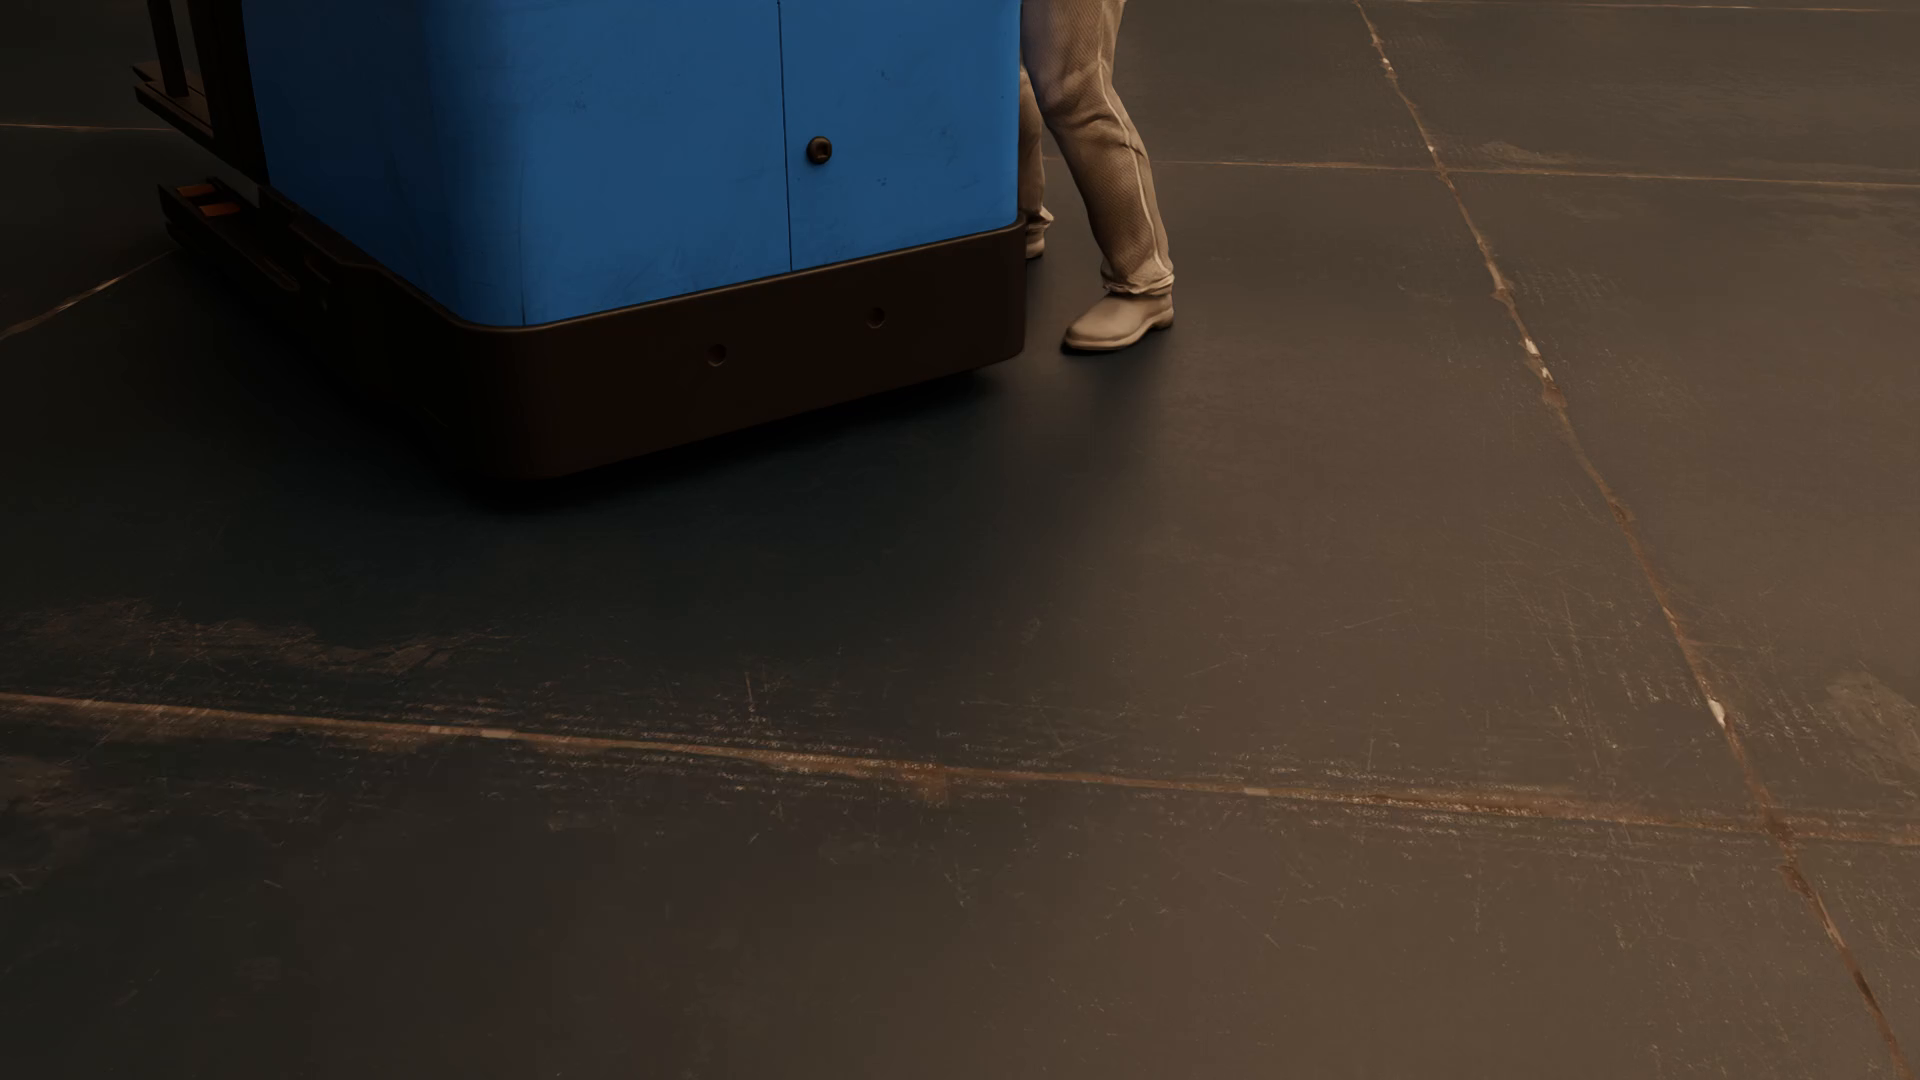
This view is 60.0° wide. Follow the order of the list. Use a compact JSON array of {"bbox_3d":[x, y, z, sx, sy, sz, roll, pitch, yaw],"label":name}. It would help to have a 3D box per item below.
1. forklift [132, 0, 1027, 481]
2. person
[{"bbox_3d":[-1.160,-2.000,3.226,1.130,2.935,3.031,-18,32,-32],"label":"forklift"},{"bbox_3d":[0.132,-1.280,3.171,0.437,1.718,0.973,-12,29,-23],"label":"person"}]
